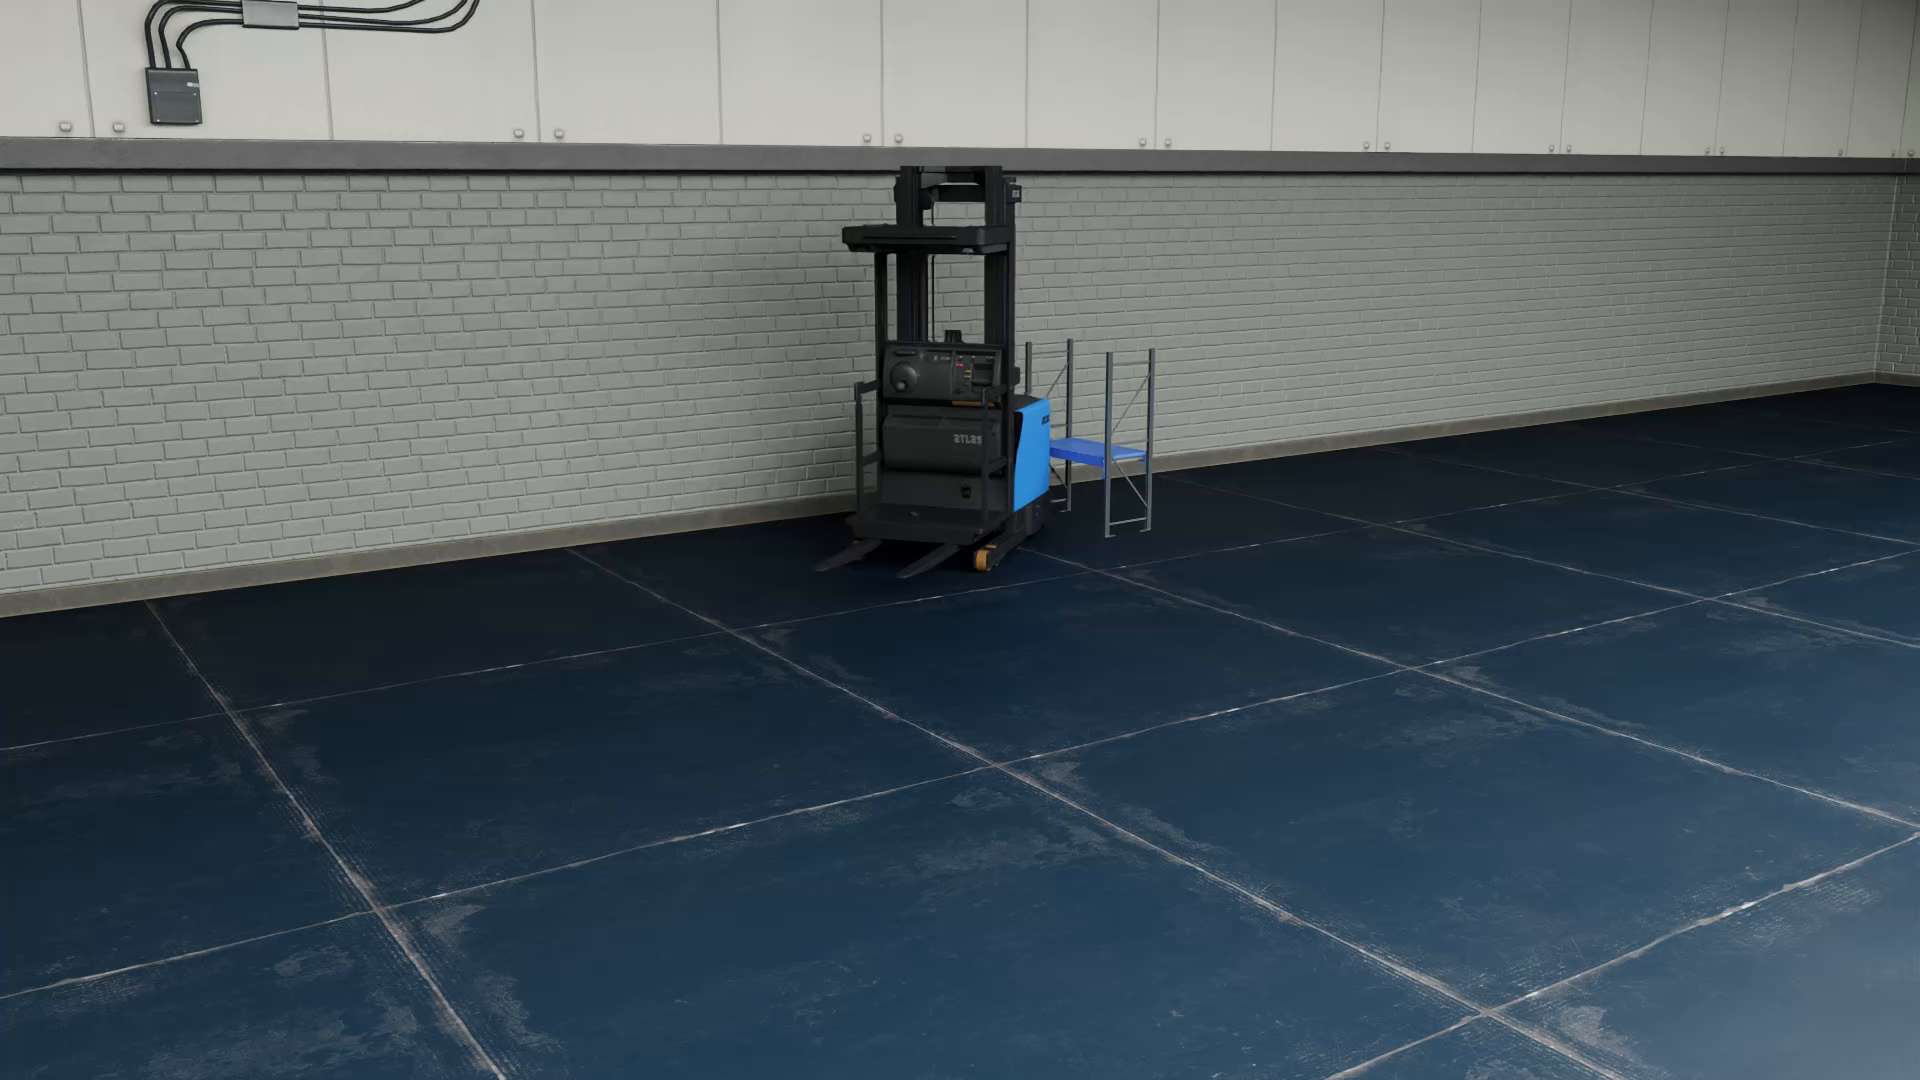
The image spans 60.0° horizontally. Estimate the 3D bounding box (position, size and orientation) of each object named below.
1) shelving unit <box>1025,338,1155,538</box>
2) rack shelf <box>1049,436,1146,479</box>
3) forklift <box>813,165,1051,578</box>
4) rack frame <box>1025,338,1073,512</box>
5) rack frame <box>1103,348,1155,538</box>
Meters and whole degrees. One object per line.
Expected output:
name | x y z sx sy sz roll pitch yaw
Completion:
shelving unit | 1.063 -0.872 13.838 0.538 1.500 1.048 -9 15 -36
rack shelf | 1.063 -0.696 13.877 0.538 0.185 1.000 -9 15 -36
forklift | -0.201 -1.291 12.406 1.130 2.935 3.031 4 13 18
rack frame | 0.759 -0.959 14.237 0.500 1.500 0.032 -9 15 -36
rack frame | 1.367 -0.785 13.440 0.500 1.500 0.032 -9 15 -36
